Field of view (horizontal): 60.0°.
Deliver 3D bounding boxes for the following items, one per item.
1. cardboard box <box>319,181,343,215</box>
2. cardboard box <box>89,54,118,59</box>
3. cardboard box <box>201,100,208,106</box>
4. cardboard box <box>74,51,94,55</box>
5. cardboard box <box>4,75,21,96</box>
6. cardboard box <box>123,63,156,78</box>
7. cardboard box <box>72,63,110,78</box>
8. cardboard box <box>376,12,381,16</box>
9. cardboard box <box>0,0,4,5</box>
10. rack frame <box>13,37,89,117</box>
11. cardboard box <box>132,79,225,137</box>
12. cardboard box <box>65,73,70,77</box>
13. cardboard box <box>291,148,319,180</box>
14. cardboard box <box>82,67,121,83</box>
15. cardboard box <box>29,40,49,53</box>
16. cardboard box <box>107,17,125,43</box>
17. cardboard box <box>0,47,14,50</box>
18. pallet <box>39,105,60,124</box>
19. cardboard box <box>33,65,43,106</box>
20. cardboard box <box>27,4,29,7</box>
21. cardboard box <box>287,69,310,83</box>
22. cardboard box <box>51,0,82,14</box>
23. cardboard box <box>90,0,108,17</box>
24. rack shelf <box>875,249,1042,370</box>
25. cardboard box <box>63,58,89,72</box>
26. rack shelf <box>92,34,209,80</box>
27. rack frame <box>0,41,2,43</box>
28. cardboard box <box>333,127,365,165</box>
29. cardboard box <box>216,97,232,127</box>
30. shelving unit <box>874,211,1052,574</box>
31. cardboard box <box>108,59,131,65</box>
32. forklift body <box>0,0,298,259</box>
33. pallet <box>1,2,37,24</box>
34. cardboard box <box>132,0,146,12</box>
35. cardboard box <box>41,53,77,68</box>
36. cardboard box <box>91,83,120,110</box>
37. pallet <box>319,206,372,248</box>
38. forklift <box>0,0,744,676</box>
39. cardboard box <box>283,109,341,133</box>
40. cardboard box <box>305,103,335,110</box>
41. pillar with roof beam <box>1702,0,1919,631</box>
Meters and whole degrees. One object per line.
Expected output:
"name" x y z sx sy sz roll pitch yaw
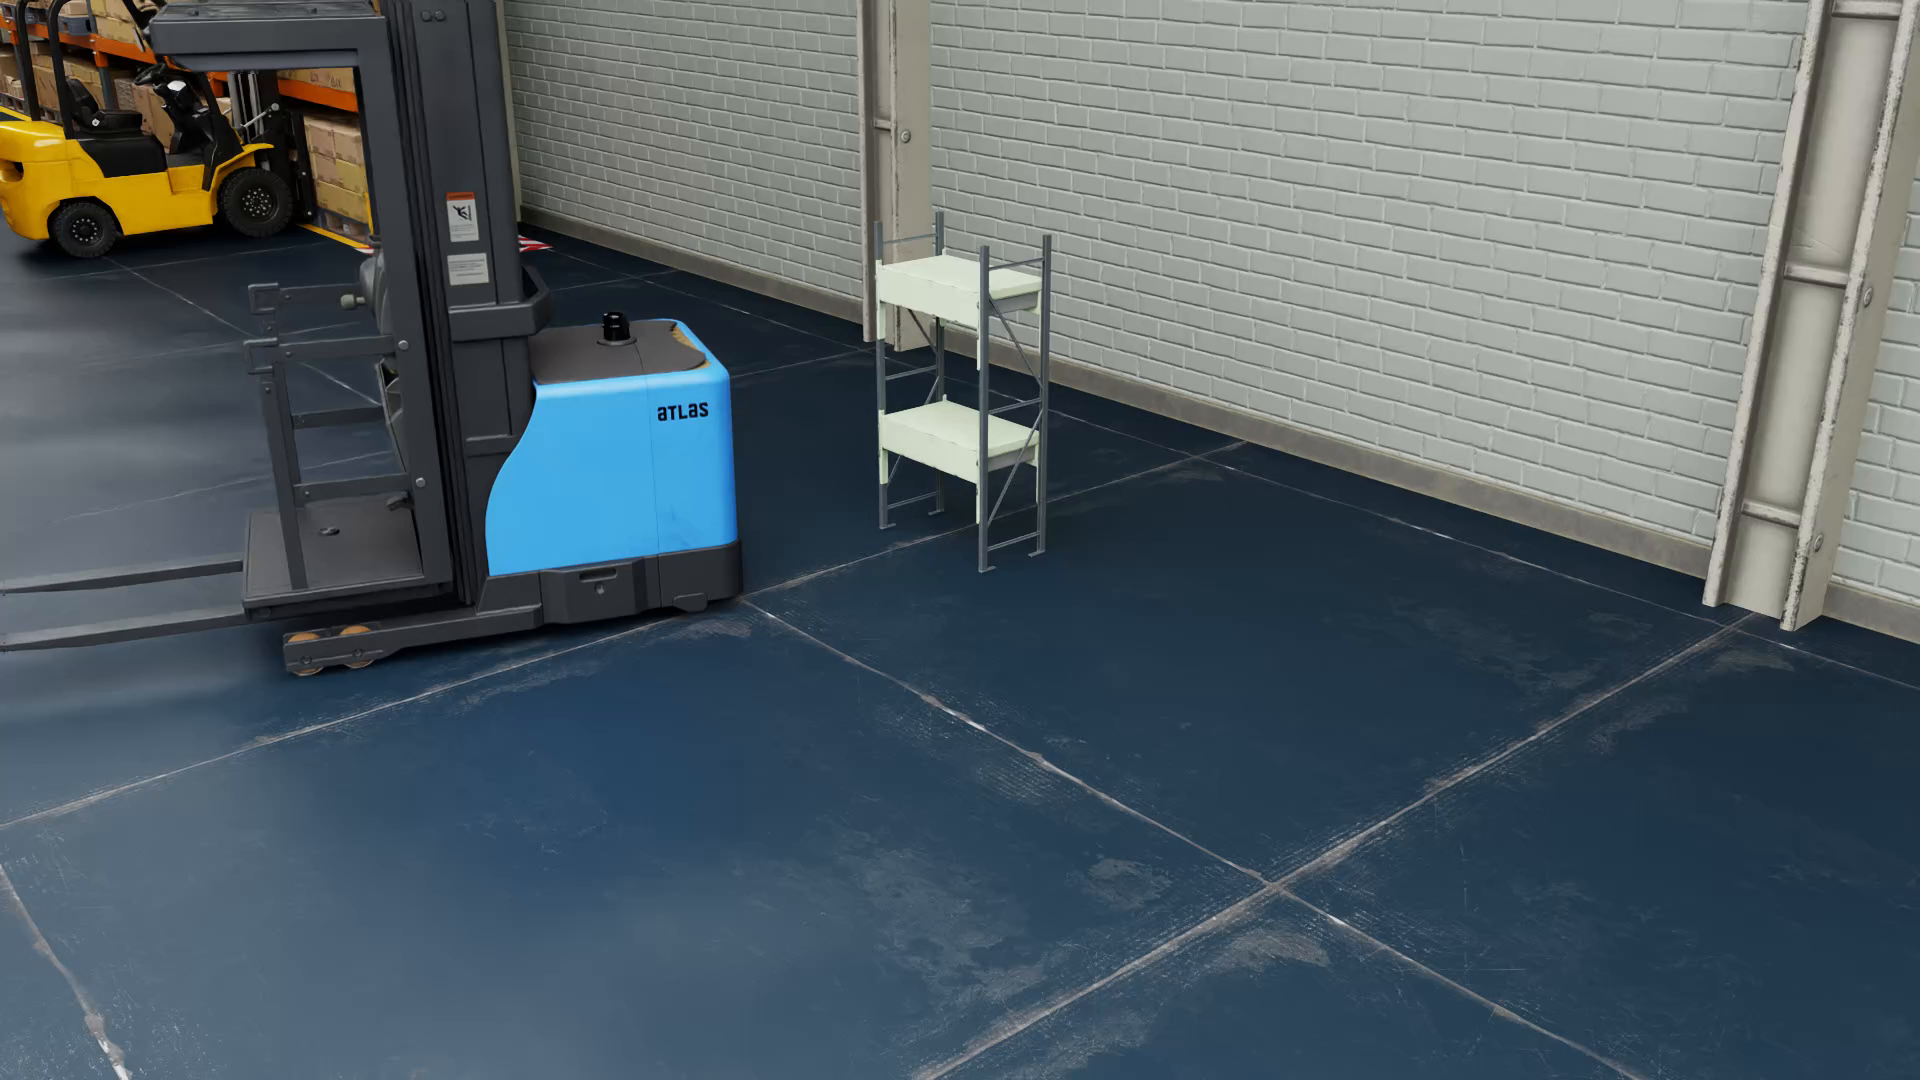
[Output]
"cardboard box" -5.435 -3.120 15.031 0.500 0.250 0.500 -17 27 -37
"cardboard box" -11.278 -6.336 22.011 0.380 0.149 0.250 -17 27 -36
"cardboard box" -7.531 -4.347 17.649 0.875 0.625 0.625 -16 26 -35
"cardboard box" -11.770 -6.555 22.569 0.380 0.149 0.250 -17 27 -37
"cardboard box" -13.223 -6.431 23.463 0.396 0.266 0.258 -16 27 -36
"cardboard box" -10.274 -5.902 20.902 0.380 0.149 0.250 -17 27 -37
"cardboard box" -10.949 -5.934 20.984 0.380 0.149 0.250 -18 28 -38
"cardboard box" -5.010 -4.388 14.048 0.380 0.149 0.250 -17 27 -37
"cardboard box" -12.921 -7.477 22.759 0.500 0.250 0.500 -17 27 -36
"rack frame" -12.404 -7.326 22.575 1.000 3.000 0.127 -17 27 -37
"cardboard box" -8.964 -4.956 19.205 0.875 0.625 0.625 -16 27 -36
"cardboard box" -11.247 -5.742 21.382 0.500 0.500 0.500 -19 28 -39
"cardboard box" -5.798 -3.497 15.309 0.500 0.250 0.500 -18 28 -39
"cardboard box" -10.509 -5.698 20.382 0.380 0.149 0.250 -19 28 -40
"cardboard box" -12.326 -6.650 22.404 0.380 0.149 0.250 -18 28 -38
"cardboard box" -9.364 -5.830 18.961 0.500 0.250 0.500 -18 28 -39
"cardboard box" -14.159 -7.026 24.660 0.700 0.500 0.500 -16 27 -35
"pallet" -11.845 -5.812 22.533 1.003 0.211 1.213 -17 27 -37
"cardboard box" -12.259 -6.170 22.476 0.500 0.500 0.500 -16 26 -35
"cardboard box" -11.788 -6.983 21.309 0.396 0.266 0.258 -16 26 -35
"cardboard box" -5.758 -4.417 15.012 0.500 0.500 0.500 -18 28 -38
"cardboard box" -10.727 -6.561 20.251 0.500 0.250 0.500 -19 28 -40
"cardboard box" -9.707 -6.197 19.213 0.500 0.250 0.500 -17 27 -37
"rack shelf" 0.004 -1.060 7.563 0.431 0.370 0.720 -17 27 -37
"cardboard box" -11.472 -6.151 21.538 0.380 0.149 0.250 -16 27 -36
"rack shelf" -8.488 -5.333 18.474 1.077 0.370 4.000 -17 27 -37
"rack frame" -15.015 -8.431 25.396 1.000 3.000 0.127 -17 27 -37
"cardboard box" -5.108 -3.444 14.488 0.500 0.250 0.500 -16 27 -36
"cardboard box" -7.104 -4.288 16.642 0.500 0.250 0.500 -18 28 -38
"shelving unit" 0.004 -0.697 7.706 0.431 1.500 0.755 -17 27 -37
"cardboard box" -10.782 -6.117 21.451 0.380 0.149 0.250 -17 27 -37
"forklift body" -7.191 -3.705 14.494 2.313 2.155 1.214 -17 27 -37
"pallet" -11.965 -6.990 21.980 1.003 0.211 1.213 -17 27 -37
"cardboard box" -8.682 -5.780 18.149 0.500 0.250 0.500 -17 27 -37
"cardboard box" -11.956 -6.371 22.099 0.380 0.149 0.250 -19 28 -40
"cardboard box" -10.232 -5.318 20.300 0.500 0.500 0.500 -16 27 -36
"pallet" -5.102 -2.913 15.133 1.003 0.211 1.213 -17 27 -37
"forklift" -2.514 -1.043 6.629 3.031 2.935 1.130 -8 23 -19
"cardboard box" -6.108 -3.863 15.556 0.500 0.250 0.500 -18 28 -38
"cardboard box" -6.052 -4.127 16.231 0.500 0.250 0.500 -17 27 -37
"pillar with roof beam" 0.229 -2.870 2.974 9.100 9.000 0.400 -17 27 -37
